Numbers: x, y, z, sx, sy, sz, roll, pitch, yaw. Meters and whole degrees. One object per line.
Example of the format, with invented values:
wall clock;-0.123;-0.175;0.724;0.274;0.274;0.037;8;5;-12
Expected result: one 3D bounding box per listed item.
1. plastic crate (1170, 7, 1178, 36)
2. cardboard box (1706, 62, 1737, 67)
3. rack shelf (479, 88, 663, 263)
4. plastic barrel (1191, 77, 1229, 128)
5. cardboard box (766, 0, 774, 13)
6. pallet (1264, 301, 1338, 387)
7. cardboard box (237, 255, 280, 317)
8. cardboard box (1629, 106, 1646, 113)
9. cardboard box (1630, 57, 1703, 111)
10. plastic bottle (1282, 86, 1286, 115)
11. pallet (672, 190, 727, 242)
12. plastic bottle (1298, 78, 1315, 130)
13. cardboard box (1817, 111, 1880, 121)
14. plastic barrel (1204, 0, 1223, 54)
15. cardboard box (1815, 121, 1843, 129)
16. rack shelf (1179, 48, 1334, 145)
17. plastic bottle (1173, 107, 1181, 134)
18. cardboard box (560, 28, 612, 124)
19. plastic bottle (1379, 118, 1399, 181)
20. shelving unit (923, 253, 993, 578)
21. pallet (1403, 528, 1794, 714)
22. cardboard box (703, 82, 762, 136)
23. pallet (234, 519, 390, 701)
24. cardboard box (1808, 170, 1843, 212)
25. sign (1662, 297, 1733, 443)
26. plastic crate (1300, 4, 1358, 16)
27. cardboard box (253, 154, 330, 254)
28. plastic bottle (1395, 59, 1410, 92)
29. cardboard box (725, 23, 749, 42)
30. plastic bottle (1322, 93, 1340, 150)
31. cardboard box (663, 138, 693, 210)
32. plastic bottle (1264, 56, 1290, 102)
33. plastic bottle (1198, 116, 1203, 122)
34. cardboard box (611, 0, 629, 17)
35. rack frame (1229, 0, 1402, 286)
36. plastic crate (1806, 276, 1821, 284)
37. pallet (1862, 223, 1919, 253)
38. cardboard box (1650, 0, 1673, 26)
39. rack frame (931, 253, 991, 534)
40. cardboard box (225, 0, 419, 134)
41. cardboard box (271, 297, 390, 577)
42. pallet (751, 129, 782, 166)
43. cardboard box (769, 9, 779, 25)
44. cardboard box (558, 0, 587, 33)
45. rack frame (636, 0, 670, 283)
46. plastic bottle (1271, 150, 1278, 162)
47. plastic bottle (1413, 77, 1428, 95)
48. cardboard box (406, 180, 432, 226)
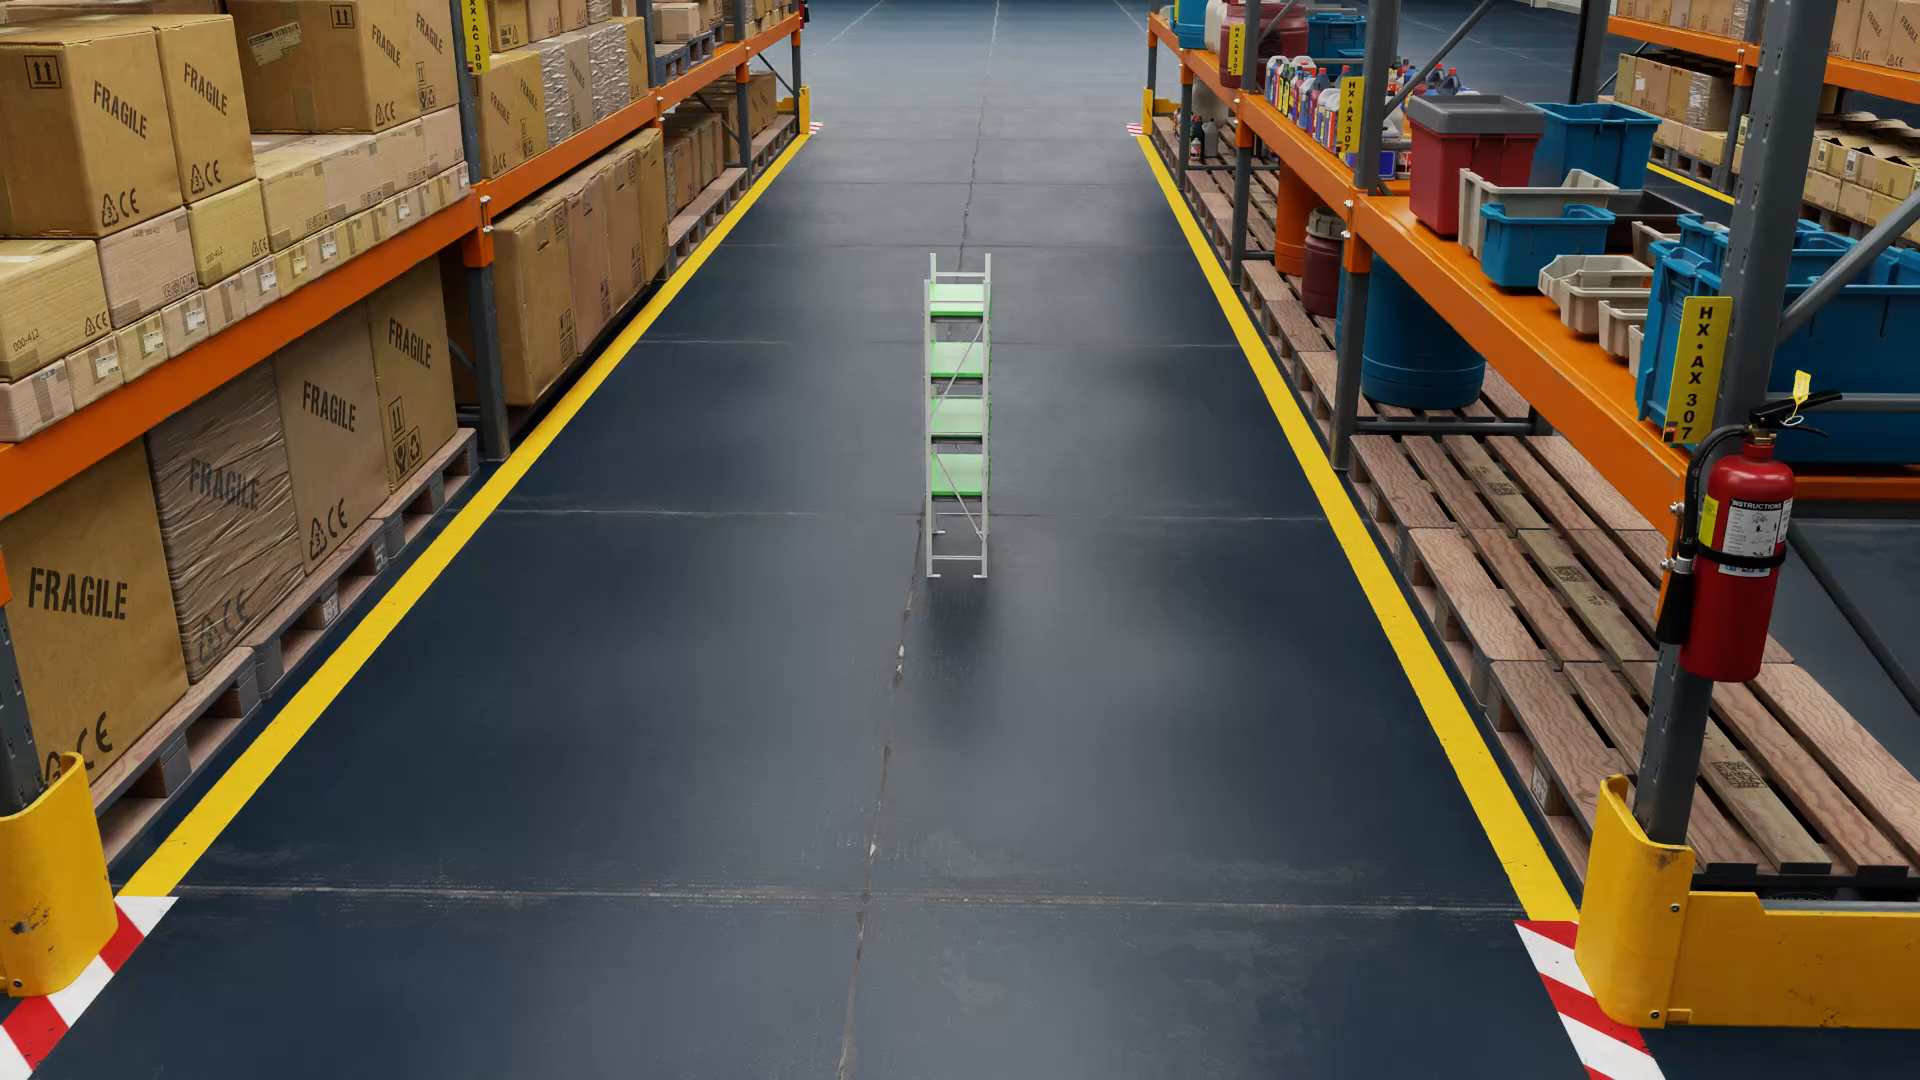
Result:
plastic crate;2.273;-4.962;15.876;0.499;0.251;0.616;1;21;2
cardboard box;7.832;-4.542;16.773;0.500;0.500;0.500;1;21;2
rack shelf;-2.623;-2.178;9.489;1.077;0.370;4.000;1;21;2
plastic barrel;2.673;-4.690;17.829;0.421;0.512;0.421;0;21;0
cardboard box;-2.343;-5.572;16.694;0.875;0.500;0.500;1;21;2
pallet;2.367;-1.156;9.717;1.003;0.211;1.213;1;21;2
cardboard box;-2.428;-0.816;5.333;0.380;0.149;0.250;0;21;1
cardboard box;7.317;-4.379;17.389;0.500;0.250;0.500;1;21;2
cardboard box;7.329;-4.729;17.253;0.500;0.500;0.500;1;21;2
plastic bottle;2.004;-2.679;10.061;0.097;0.201;0.097;0;21;0
pallet;-2.497;-2.659;13.589;1.003;0.211;1.213;1;21;2
plastic bottle;2.010;-2.470;9.418;0.152;0.276;0.135;1;21;2
cardboard box;7.736;-3.598;14.600;0.500;0.311;0.500;1;21;2
plastic barrel;2.262;-4.348;13.900;0.433;0.535;0.433;0;21;0
cardboard box;7.179;-3.420;14.141;0.500;0.311;0.500;0;21;1
rack shelf;2.450;-3.569;13.076;1.077;0.370;4.000;1;21;2
plastic bottle;2.266;-4.355;17.270;0.097;0.271;0.097;0;21;0
cardboard box;-2.363;-2.734;9.789;0.500;0.500;0.500;0;21;0
plastic bottle;1.956;-1.824;7.754;0.152;0.276;0.135;1;21;2
shelving unit;-0.005;-0.500;6.658;0.258;1.200;0.503;1;21;2
pallet;2.249;0.273;6.033;1.003;0.211;1.213;1;21;2
cardboard box;-2.376;-4.491;17.332;0.500;0.500;0.500;3;21;7
pallet;-2.819;0.226;6.154;1.003;0.211;1.213;1;21;2
cardboard box;7.155;-2.787;13.285;0.500;0.250;0.500;1;21;3
sign;1.595;-0.365;3.599;0.100;0.325;0.005;1;21;2
plastic crate;2.744;-3.792;12.568;0.402;0.464;0.583;1;21;2
cardboard box;-2.482;-1.141;5.620;0.500;0.250;0.500;0;21;1
plastic bottle;2.796;-2.893;10.499;0.061;0.283;0.133;1;21;2
cardboard box;-2.133;-4.640;15.187;0.380;0.149;0.250;1;21;2
plastic bottle;1.987;-2.187;8.690;0.152;0.276;0.135;1;21;2
cardboard box;-2.547;-2.924;13.266;0.700;0.500;0.500;2;21;6
plastic bottle;2.053;-2.971;10.711;0.152;0.276;0.135;1;21;2
plastic bottle;2.373;-4.047;16.458;0.061;0.283;0.133;1;21;2
cardboard box;-2.585;-3.674;11.633;0.500;0.500;0.500;-2;21;-5
rack frame;2.389;-3.182;11.082;1.000;3.000;0.127;1;21;2
plastic crate;2.502;-0.563;4.481;0.416;0.233;0.300;1;21;2
pallet;7.404;-2.123;12.209;1.003;0.211;1.213;1;21;2
cardboard box;7.524;-5.527;16.988;0.700;0.500;0.500;1;21;2
rack frame;0.002;-0.588;6.885;0.240;1.200;0.015;1;21;2
cardboard box;-2.450;-1.858;6.430;0.500;0.500;0.500;1;21;2
cardboard box;-2.811;-0.432;6.352;0.875;0.875;0.875;1;21;2
pallet;-2.421;-4.068;17.221;1.003;0.211;1.213;1;21;2
cardboard box;-2.061;-5.363;17.051;0.380;0.149;0.250;1;21;2
cardboard box;-2.623;-3.251;9.735;0.797;0.503;0.637;1;21;3
rack frame;-2.562;-3.236;11.223;1.000;3.000;0.127;1;21;2
plastic bottle;2.958;-3.672;15.508;0.097;0.271;0.097;0;21;0
plastic bottle;2.619;-2.498;9.481;0.061;0.283;0.133;1;21;2
cardboard box;-2.381;-1.373;6.768;0.380;0.149;0.250;0;21;1
